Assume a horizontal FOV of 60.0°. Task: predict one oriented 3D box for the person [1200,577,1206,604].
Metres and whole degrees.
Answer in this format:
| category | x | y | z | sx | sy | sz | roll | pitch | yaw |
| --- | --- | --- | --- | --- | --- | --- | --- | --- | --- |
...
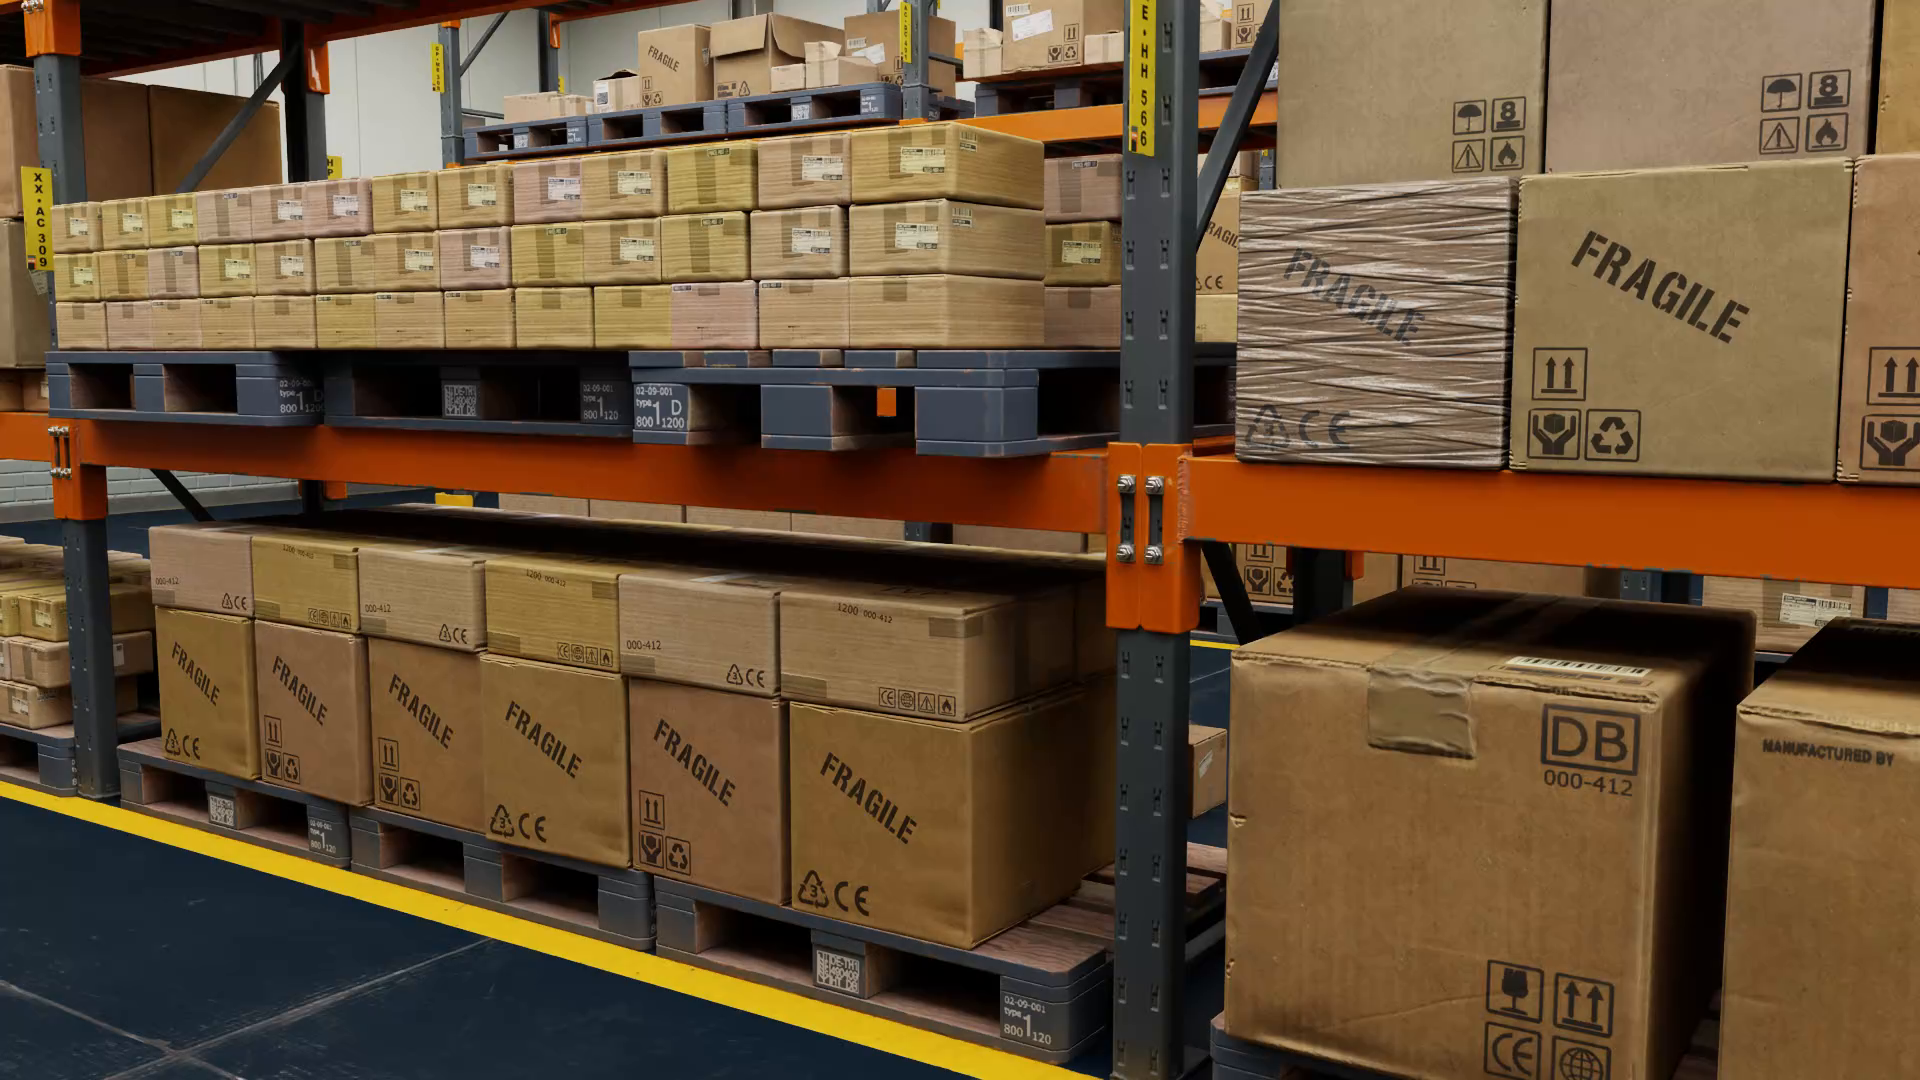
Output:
| category | x | y | z | sx | sy | sz | roll | pitch | yaw |
| --- | --- | --- | --- | --- | --- | --- | --- | --- | --- |
| person | 0.447 | 0.454 | 5.720 | 0.802 | 0.833 | 0.479 | 4 | 8 | 34 |
